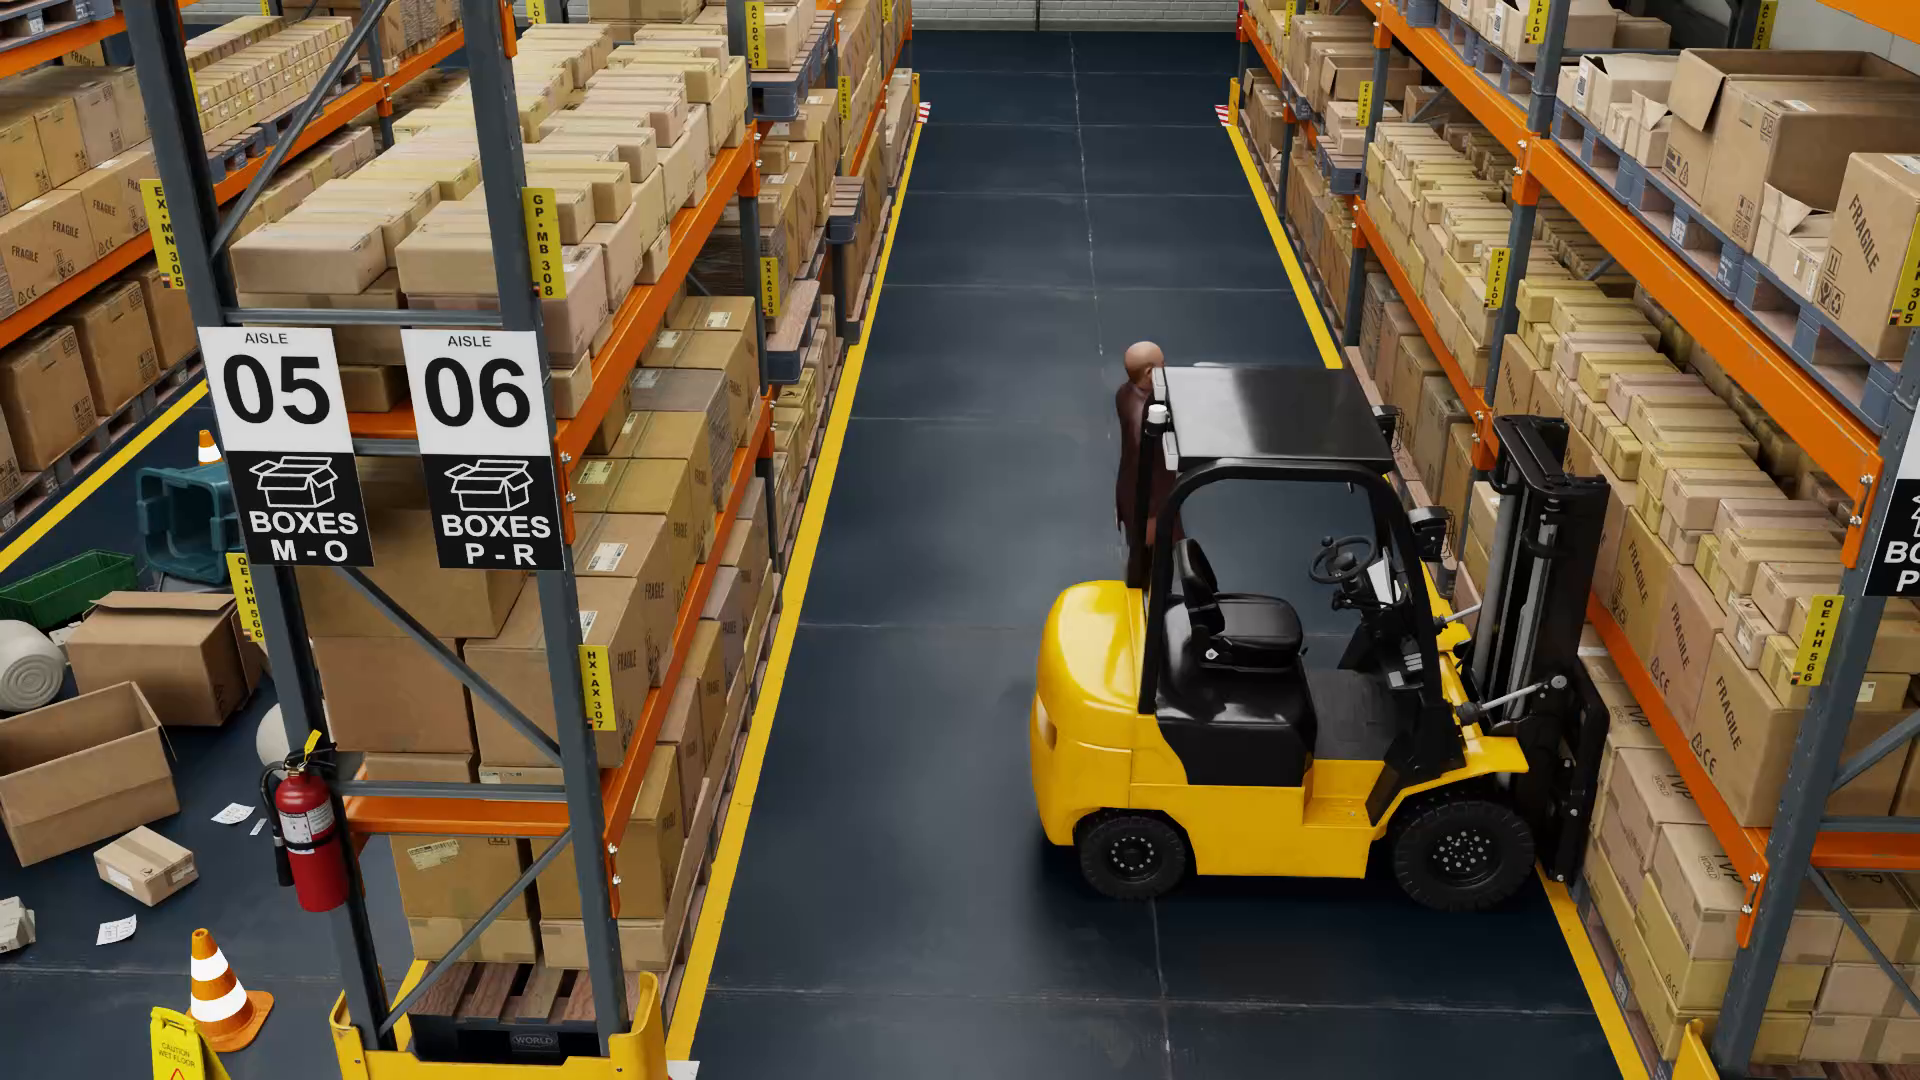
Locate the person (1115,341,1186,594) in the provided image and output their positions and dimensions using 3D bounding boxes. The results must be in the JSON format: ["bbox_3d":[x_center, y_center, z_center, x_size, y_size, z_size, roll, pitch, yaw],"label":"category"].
[{"bbox_3d":[1.073,-0.200,9.020,0.468,1.847,0.622,-2,28,-4],"label":"person"}]
